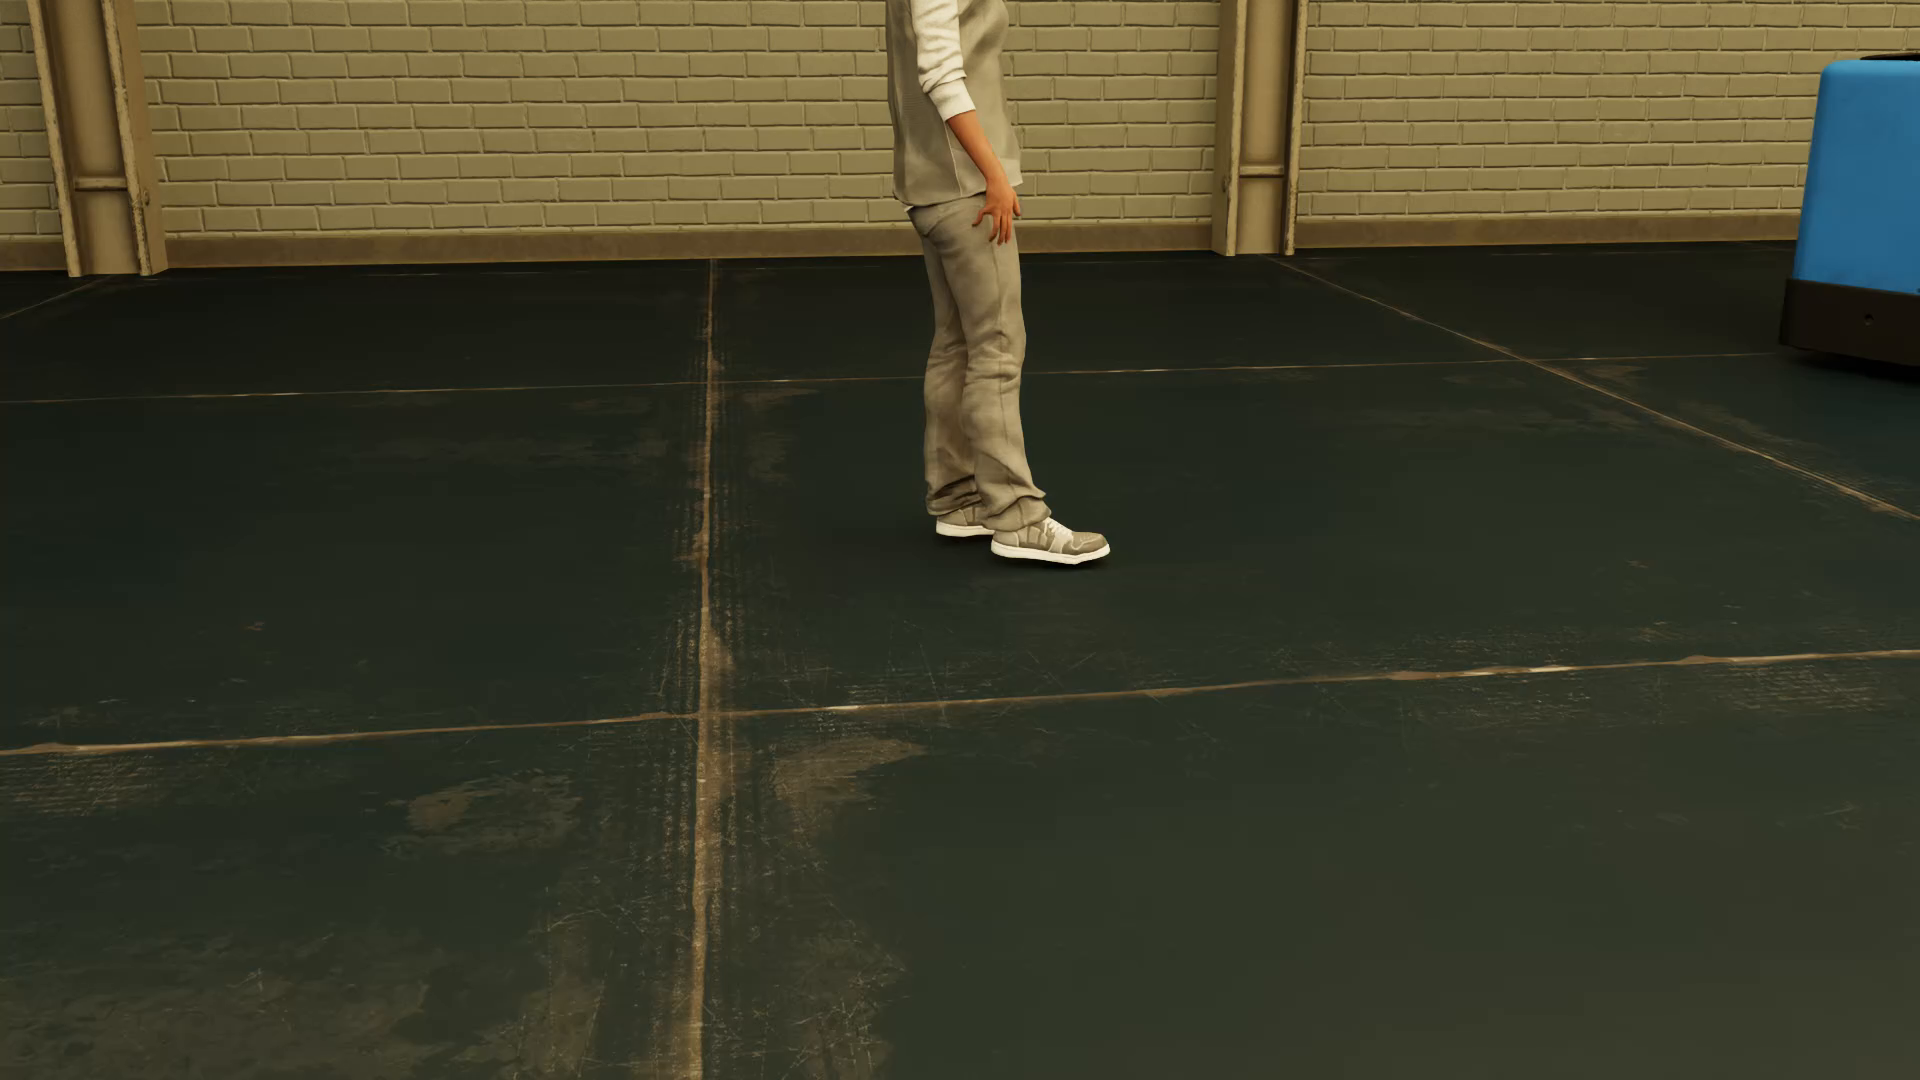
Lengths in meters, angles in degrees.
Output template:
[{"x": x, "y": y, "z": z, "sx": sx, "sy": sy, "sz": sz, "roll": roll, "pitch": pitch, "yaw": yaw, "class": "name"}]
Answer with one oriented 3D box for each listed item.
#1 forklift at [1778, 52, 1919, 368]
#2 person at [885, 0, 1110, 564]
[{"x": 4.542, "y": -2.157, "z": 6.045, "sx": 3.031, "sy": 2.935, "sz": 1.130, "roll": -10, "pitch": 19, "yaw": -29, "class": "forklift"}, {"x": 0.075, "y": -0.764, "z": 3.732, "sx": 0.475, "sy": 1.582, "sz": 0.520, "roll": -2, "pitch": 17, "yaw": -8, "class": "person"}]
